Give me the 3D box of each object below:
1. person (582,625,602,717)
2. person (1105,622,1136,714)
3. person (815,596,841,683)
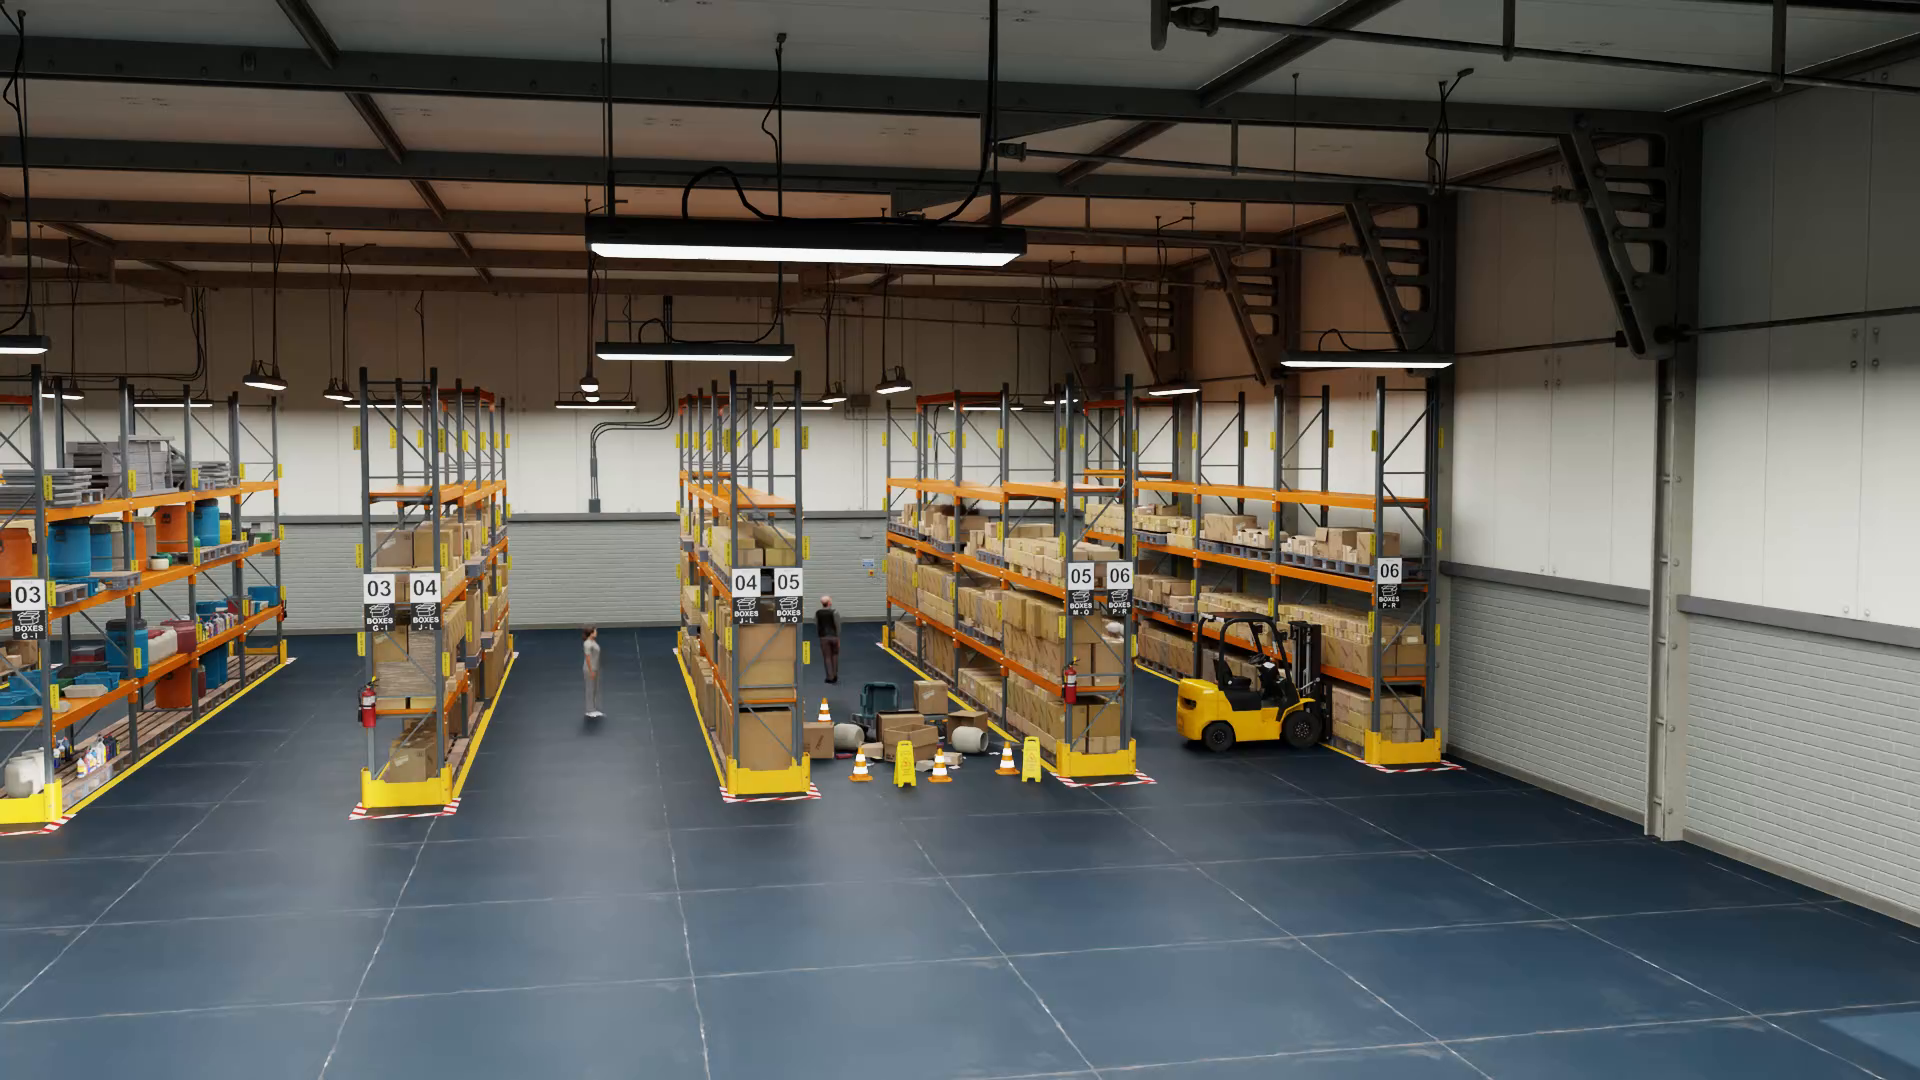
[{"bbox_3d":[-6.692,2.374,30.188,0.351,1.671,0.505,1,3,10],"label":"person"},{"bbox_3d":[2.797,2.347,30.186,0.741,1.729,0.638,0,3,-5],"label":"person"},{"bbox_3d":[-2.582,1.957,32.528,0.495,1.739,0.689,-1,4,-17],"label":"person"}]
